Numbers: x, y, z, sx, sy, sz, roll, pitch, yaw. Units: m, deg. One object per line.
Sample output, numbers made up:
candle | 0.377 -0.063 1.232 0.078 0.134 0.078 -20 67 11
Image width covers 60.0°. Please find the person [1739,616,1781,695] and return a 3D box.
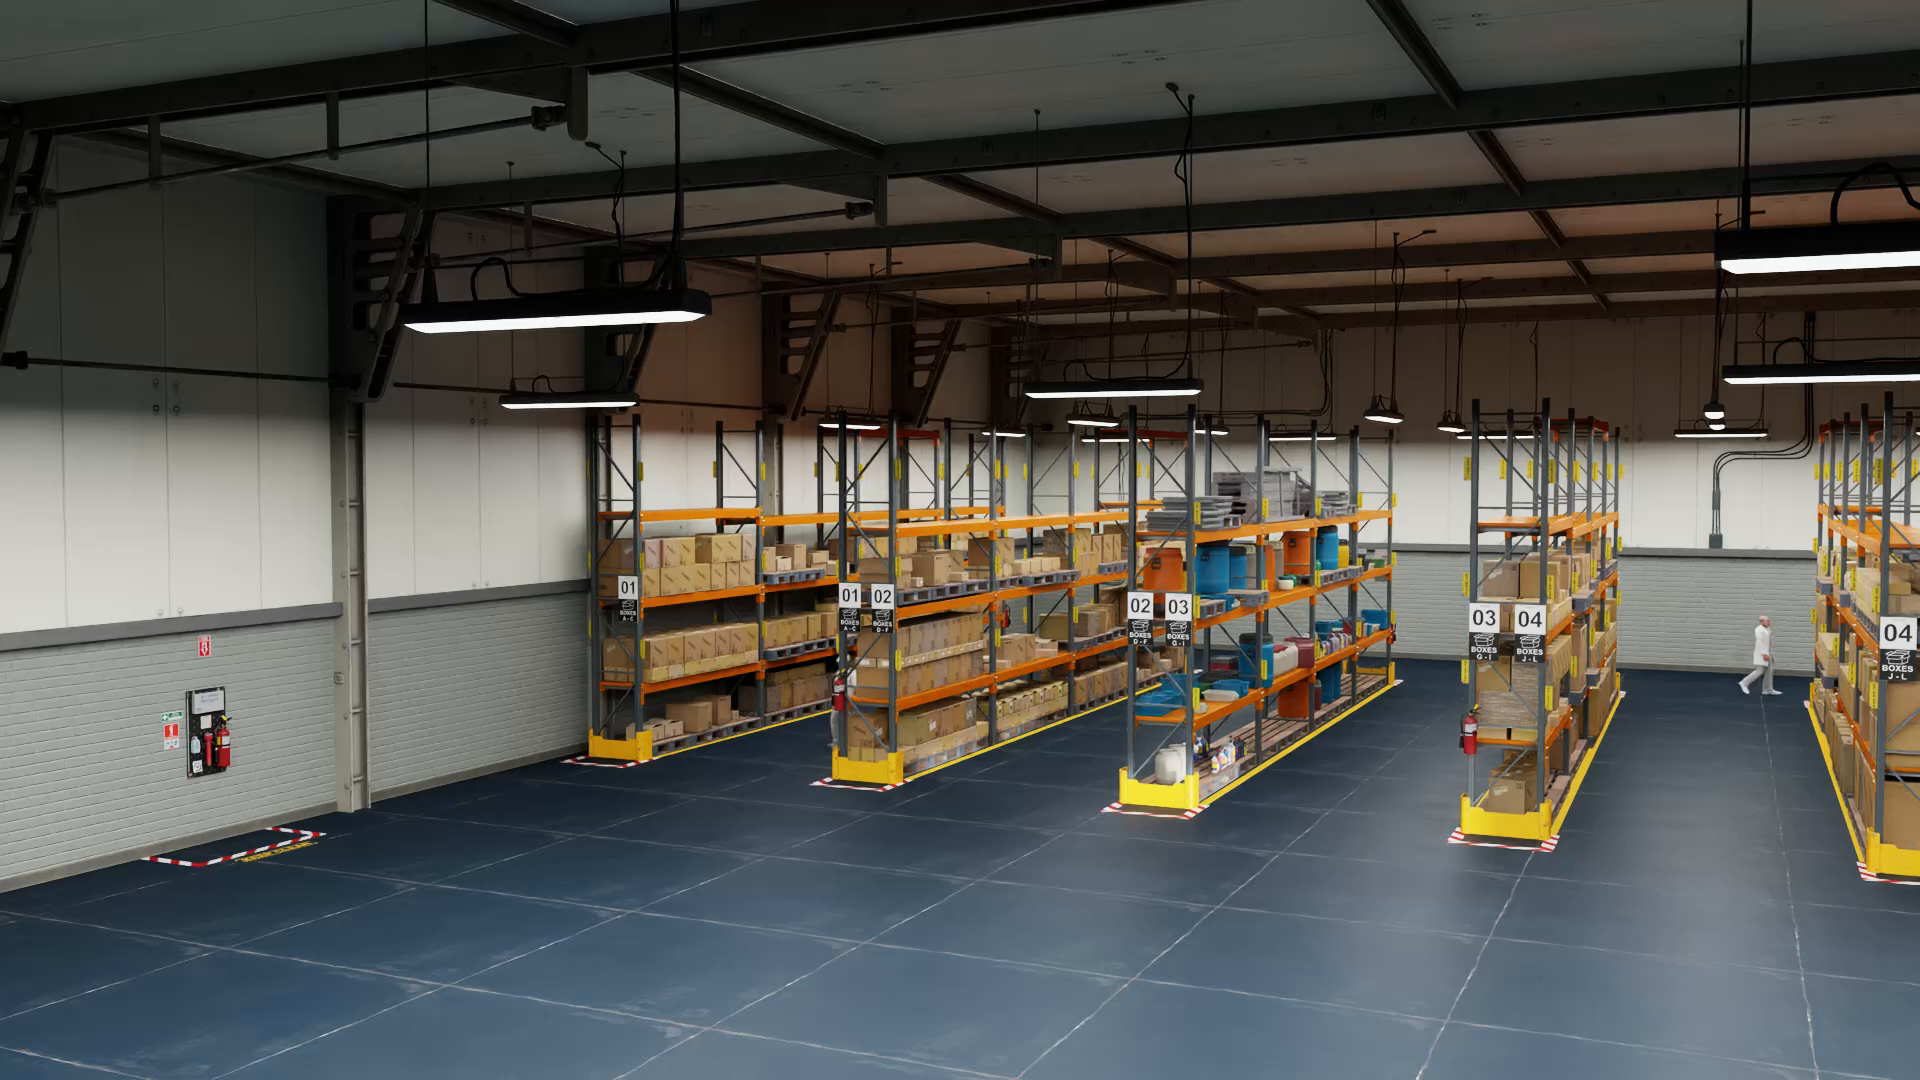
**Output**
person | 17.904 2.572 37.214 0.602 1.774 0.767 -2 3 -43

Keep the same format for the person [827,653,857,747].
person | -2.067 2.911 30.194 0.567 1.706 0.970 2 3 37
